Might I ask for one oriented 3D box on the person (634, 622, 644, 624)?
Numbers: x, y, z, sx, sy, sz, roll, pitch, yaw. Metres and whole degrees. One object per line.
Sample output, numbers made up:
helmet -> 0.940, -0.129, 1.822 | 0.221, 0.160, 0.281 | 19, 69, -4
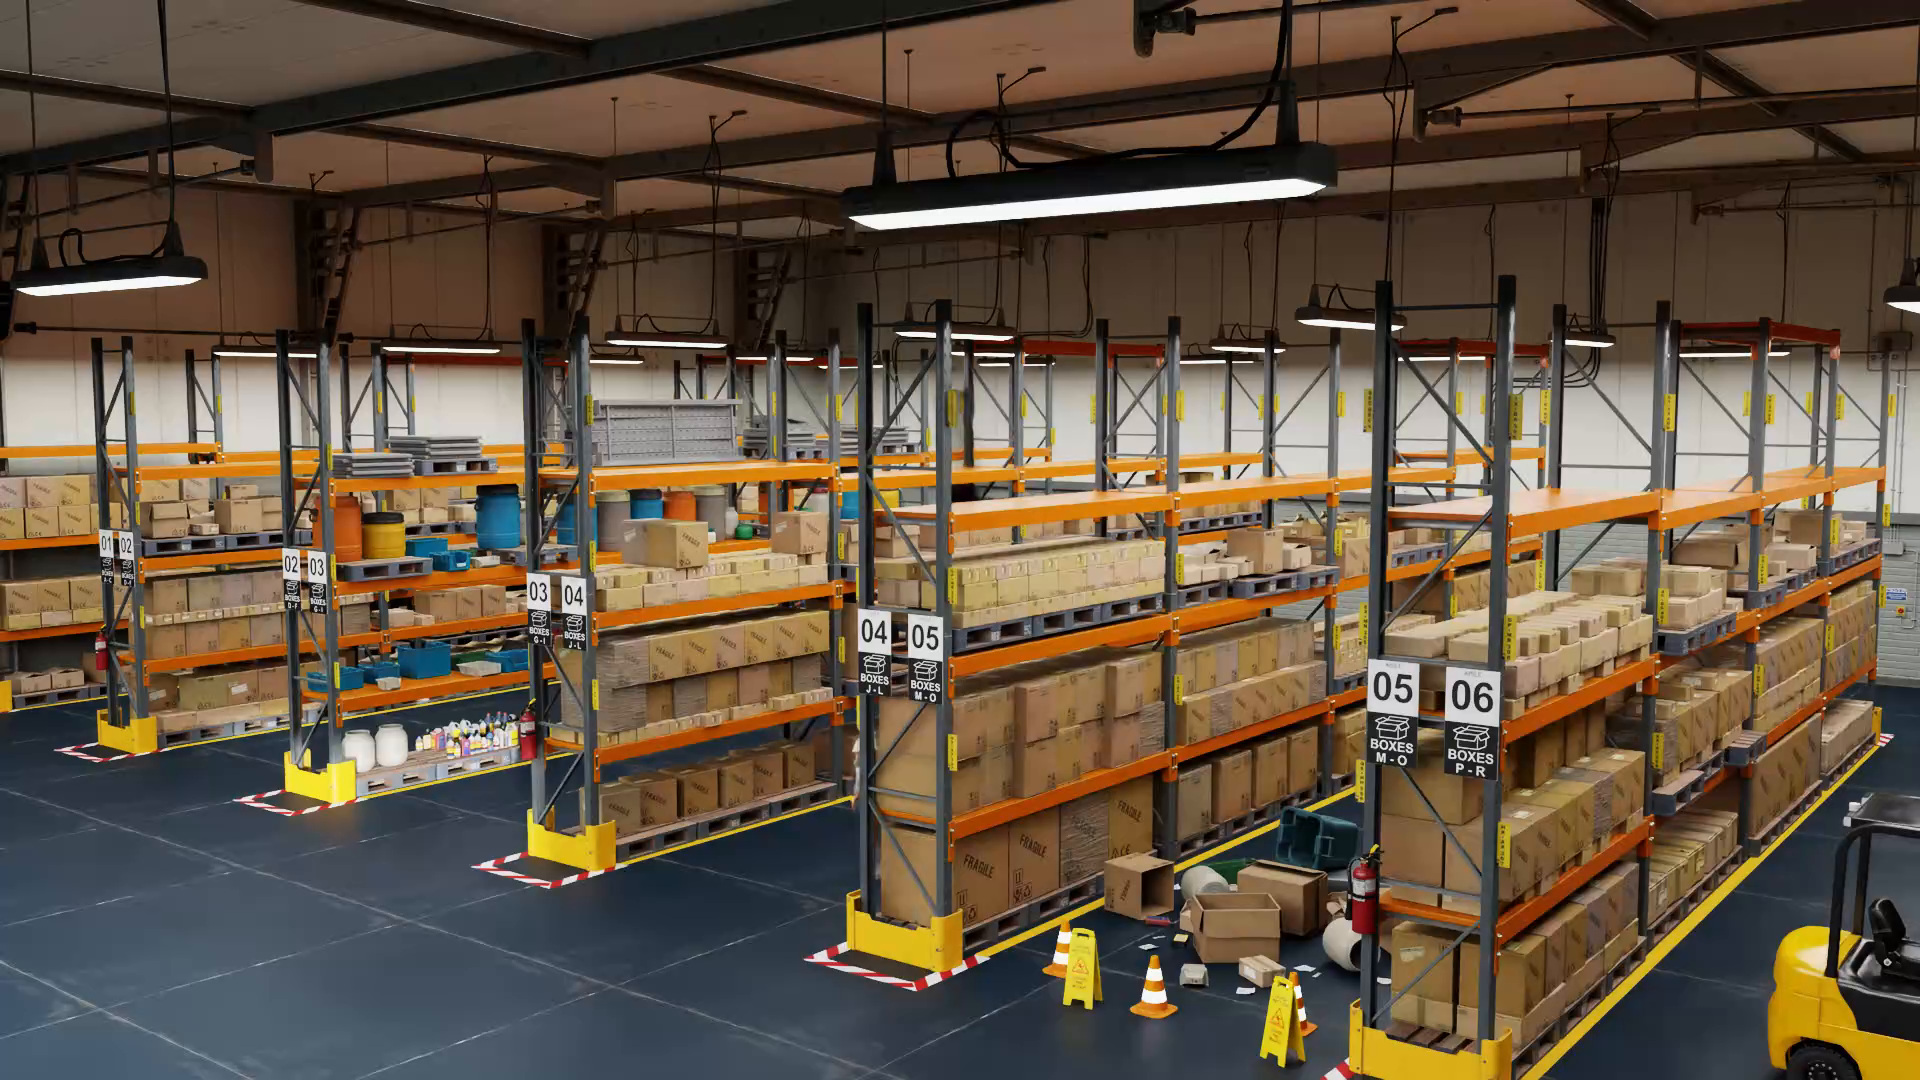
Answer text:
person -> -5.318, 1.830, 28.736 | 0.638, 1.722, 0.829 | 4, 6, 38

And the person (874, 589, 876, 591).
person -> -2.042, 1.348, 34.443 | 0.582, 1.716, 0.826 | 2, 5, 17

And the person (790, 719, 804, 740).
person -> -2.526, 2.171, 24.903 | 0.538, 1.783, 0.786 | 3, 6, 31

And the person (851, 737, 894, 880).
person -> -0.798, 2.830, 17.833 | 0.666, 1.614, 1.052 | 3, 6, 34
